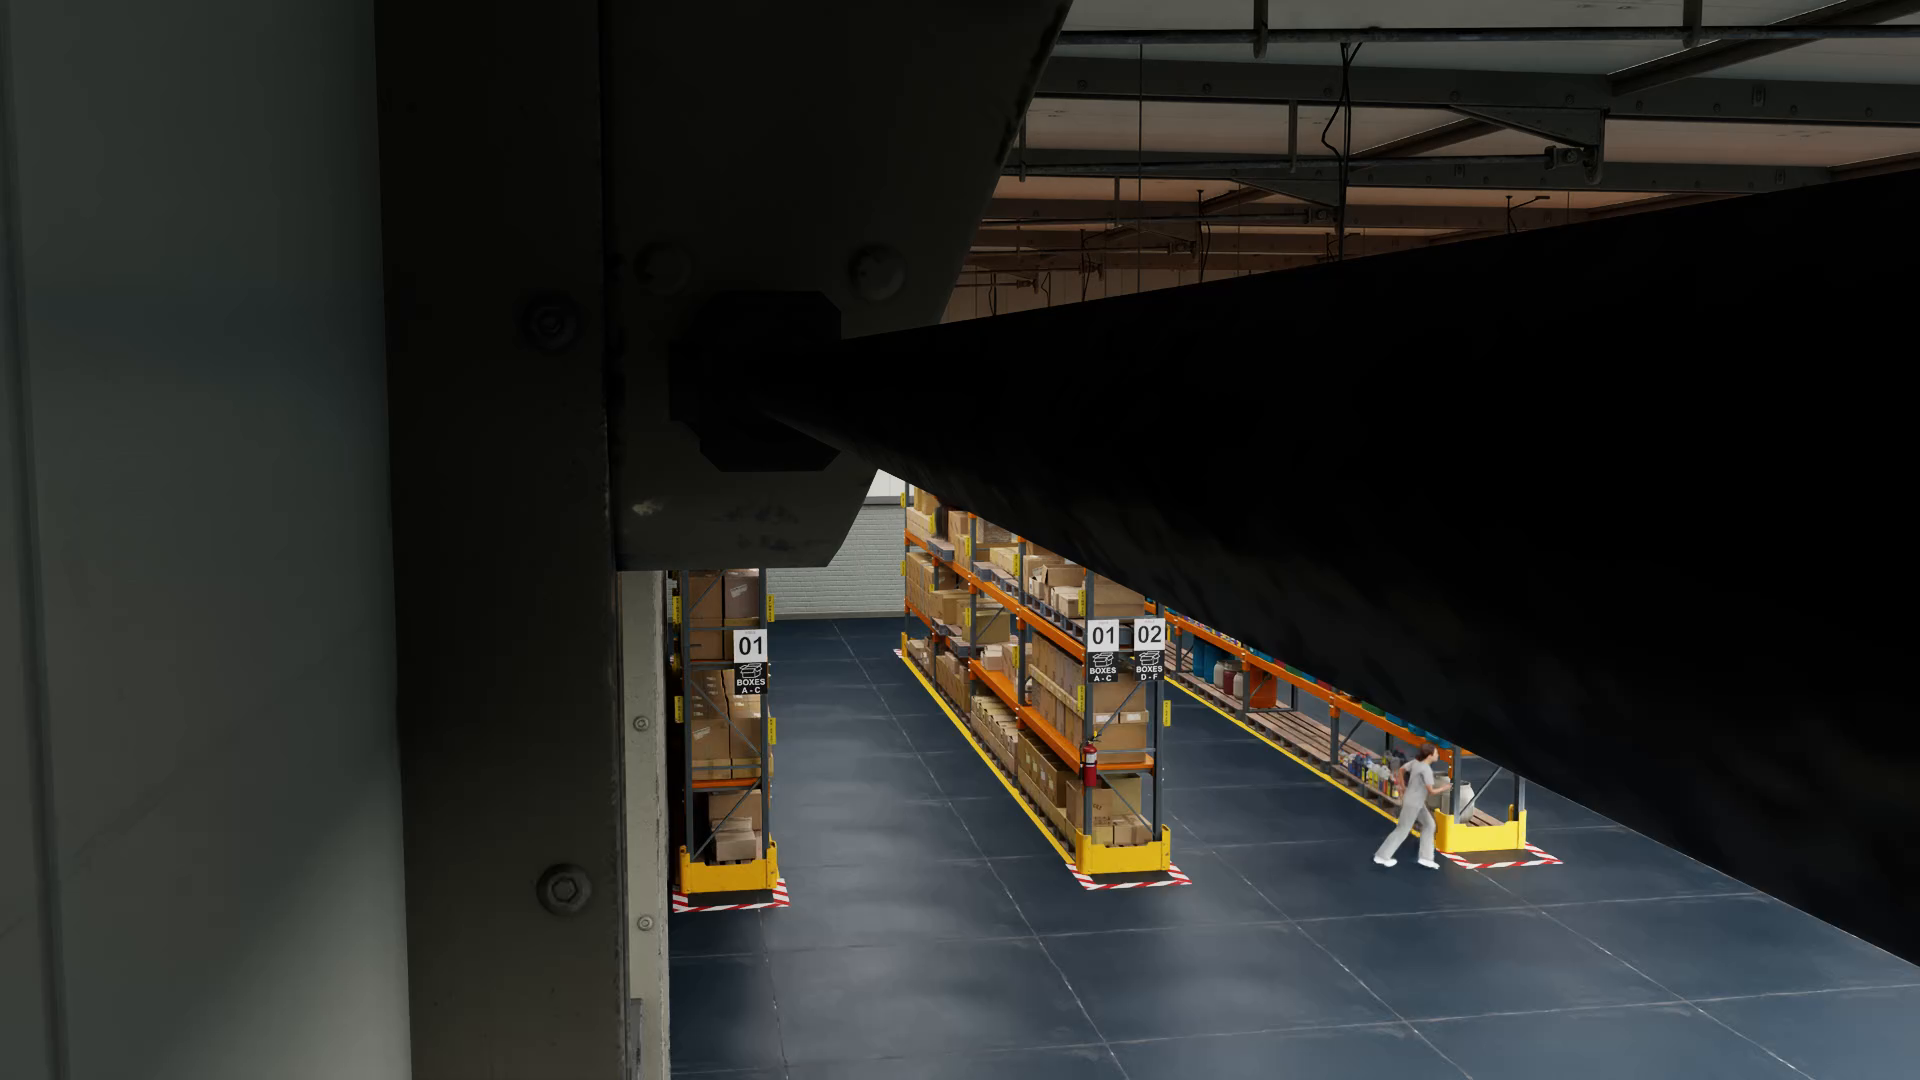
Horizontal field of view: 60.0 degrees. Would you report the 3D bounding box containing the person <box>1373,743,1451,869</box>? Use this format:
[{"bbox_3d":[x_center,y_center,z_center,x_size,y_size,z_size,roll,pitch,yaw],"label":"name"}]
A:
[{"bbox_3d":[5.691,3.354,20.926,0.953,1.642,0.564,0,6,4],"label":"person"}]
